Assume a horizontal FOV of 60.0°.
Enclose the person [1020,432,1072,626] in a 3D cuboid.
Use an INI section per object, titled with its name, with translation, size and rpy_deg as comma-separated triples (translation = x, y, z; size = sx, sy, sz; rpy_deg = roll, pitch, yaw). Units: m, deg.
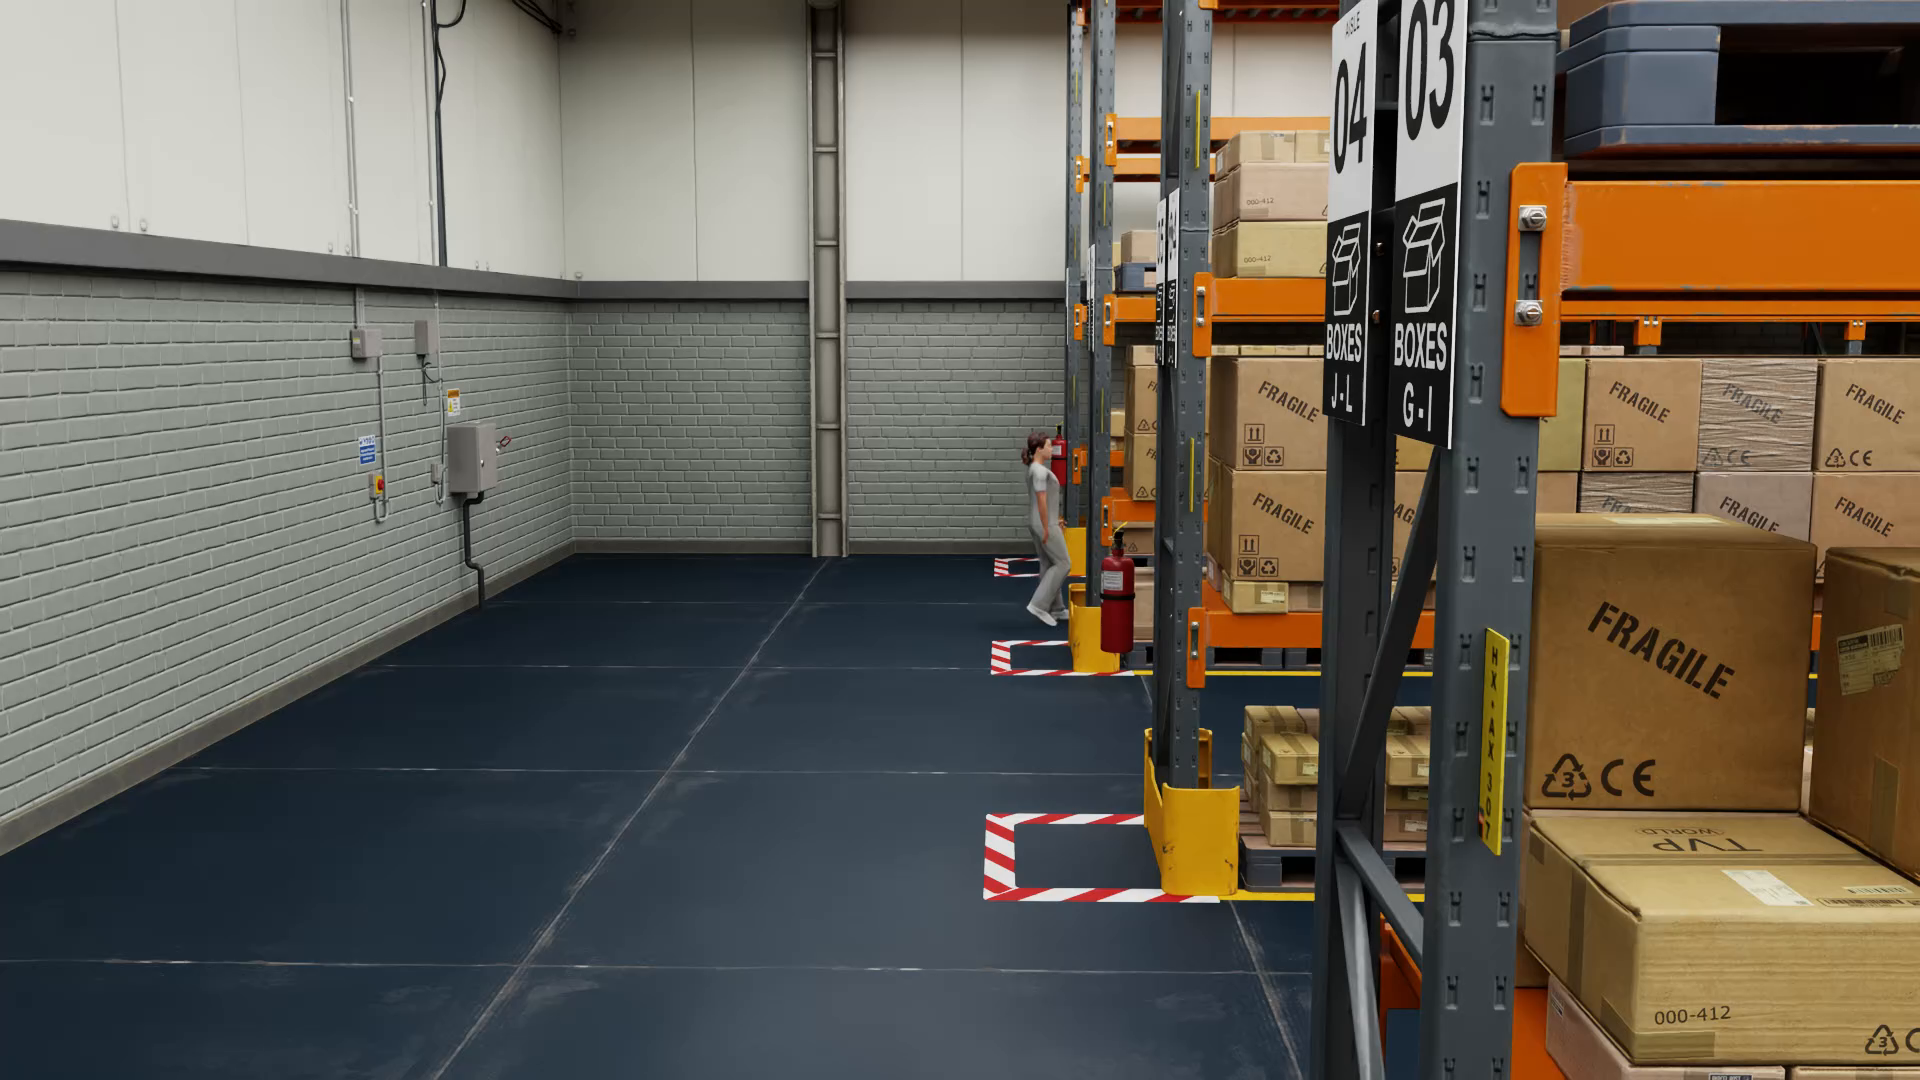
[person]
translation = 0.788, -0.104, 14.535
size = 0.538, 1.685, 0.464
rpy_deg = -1, 7, -9
